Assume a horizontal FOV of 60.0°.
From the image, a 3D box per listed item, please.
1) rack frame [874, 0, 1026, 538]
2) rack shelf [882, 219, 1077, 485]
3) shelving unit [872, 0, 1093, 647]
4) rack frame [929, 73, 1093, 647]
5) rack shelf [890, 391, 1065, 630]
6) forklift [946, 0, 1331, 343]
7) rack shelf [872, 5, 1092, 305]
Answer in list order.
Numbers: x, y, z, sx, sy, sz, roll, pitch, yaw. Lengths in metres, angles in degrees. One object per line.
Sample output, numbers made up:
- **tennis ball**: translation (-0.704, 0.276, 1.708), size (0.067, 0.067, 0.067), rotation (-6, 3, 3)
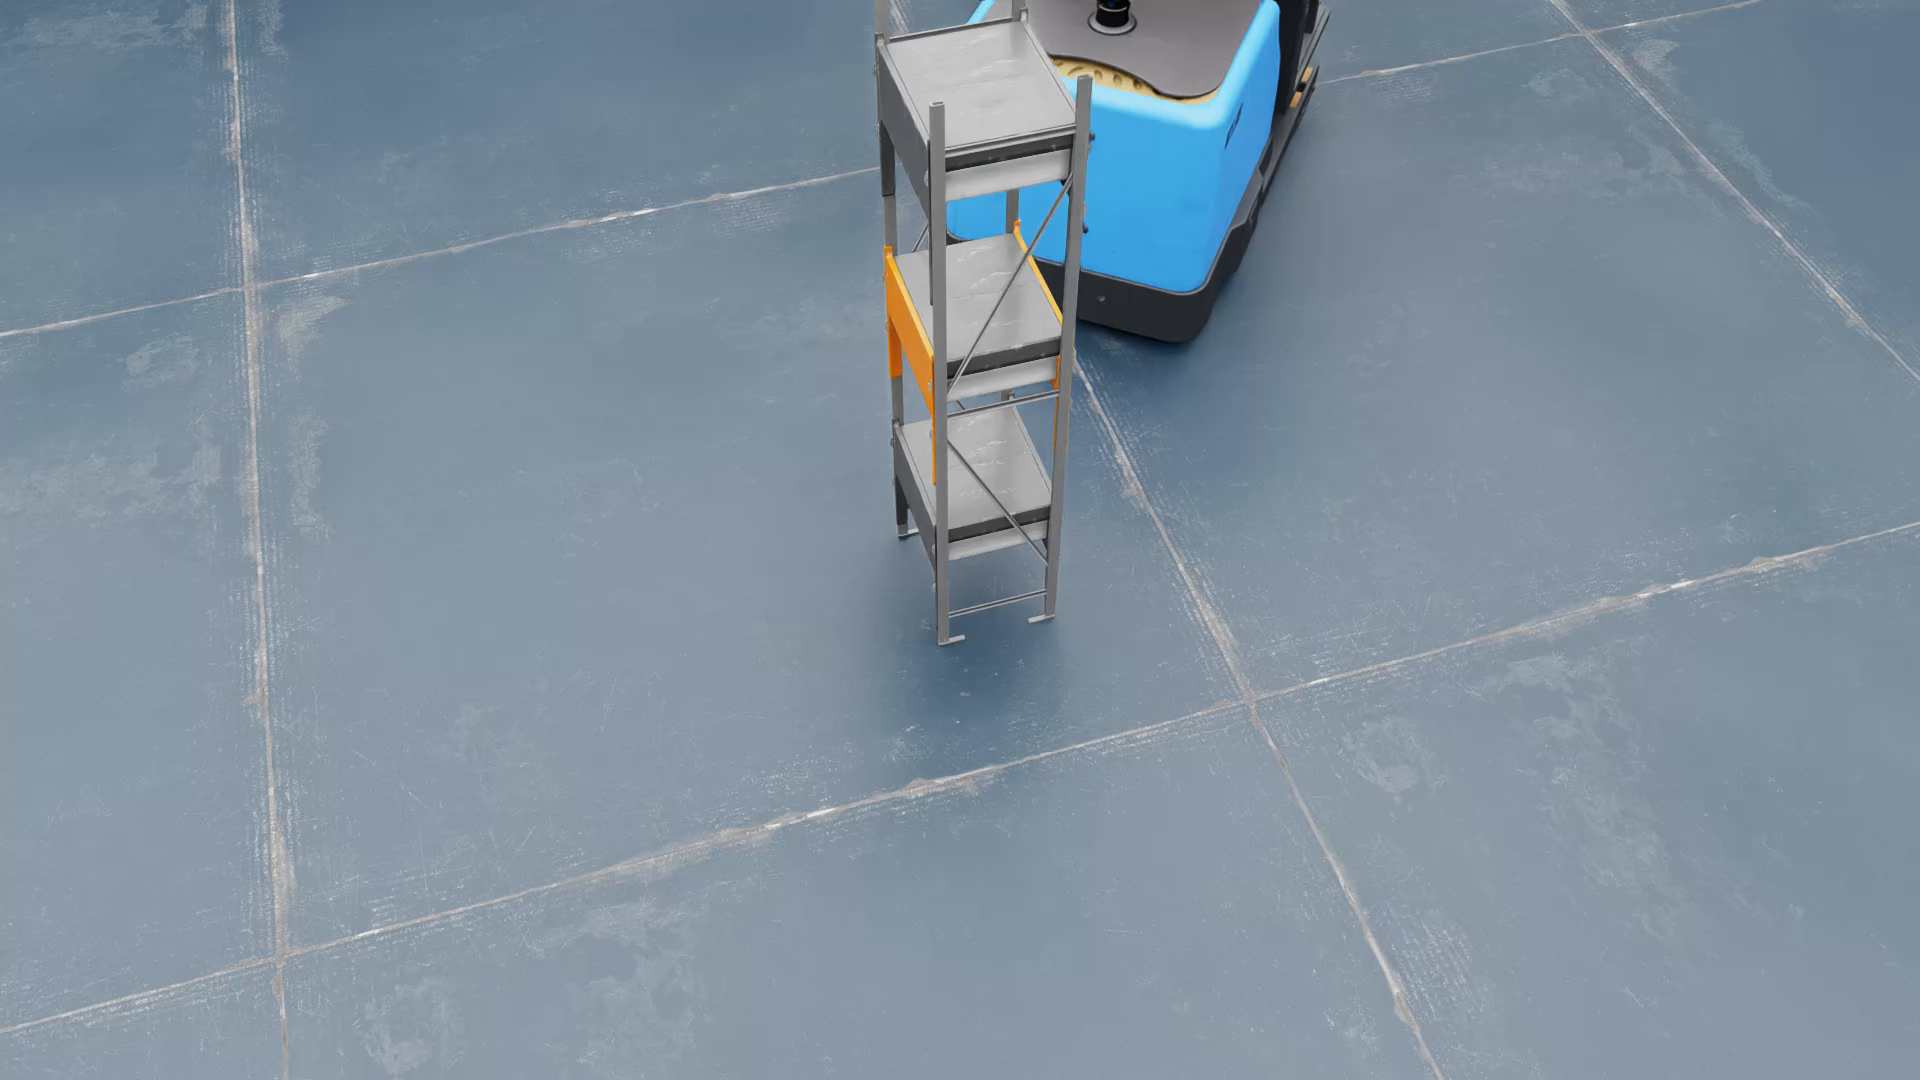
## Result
- **rack frame**: translation (-0.023, -0.734, 4.996), size (0.400, 2.100, 0.015), rotation (-13, 51, -11)
- **rack shelf**: translation (0.049, -0.547, 4.856), size (0.431, 0.518, 0.480), rotation (-13, 51, -11)
- **shelving unit**: translation (0.049, -0.556, 4.845), size (0.431, 2.100, 0.503), rotation (-13, 51, -11)
- **rack frame**: translation (0.121, -0.378, 4.695), size (0.400, 2.100, 0.015), rotation (-13, 51, -11)
- **rack shelf**: translation (0.049, -0.096, 5.391), size (0.431, 0.518, 0.480), rotation (-13, 51, -11)
- **forklift**: translation (0.939, -2.844, 6.230), size (1.130, 2.935, 3.031), rotation (17, 52, 14)
- **rack shelf**: translation (0.049, -0.998, 4.321), size (0.431, 0.518, 0.480), rotation (-13, 51, -11)
